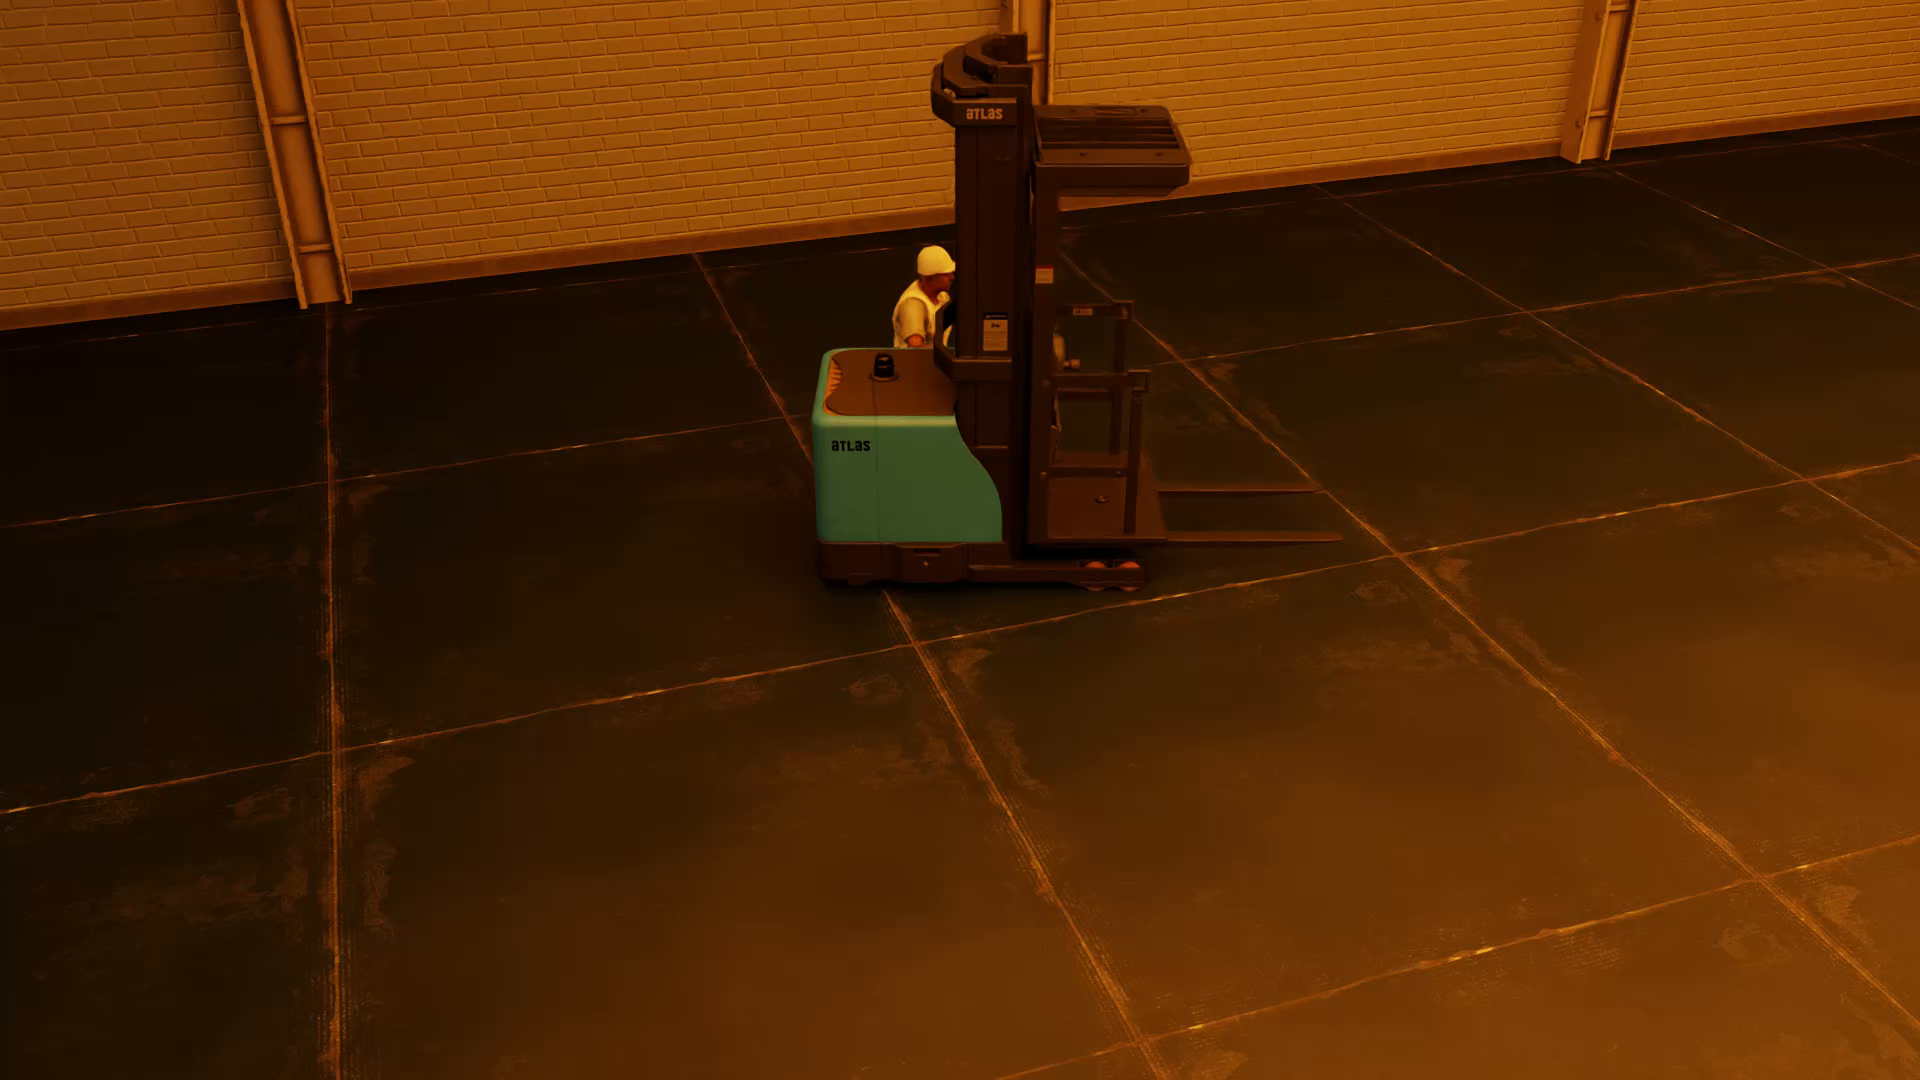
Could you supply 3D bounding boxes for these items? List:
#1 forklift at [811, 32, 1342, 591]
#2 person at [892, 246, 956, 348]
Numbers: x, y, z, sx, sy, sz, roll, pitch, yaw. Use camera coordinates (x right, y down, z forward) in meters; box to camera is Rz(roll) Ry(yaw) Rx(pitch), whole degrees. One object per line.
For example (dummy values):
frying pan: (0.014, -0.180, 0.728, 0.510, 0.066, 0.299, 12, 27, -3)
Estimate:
forklift: (0.689, -1.244, 9.249, 3.031, 2.935, 1.130, 0, 30, 0)
person: (0.048, -1.060, 10.390, 0.913, 1.567, 0.846, 5, 30, 9)
